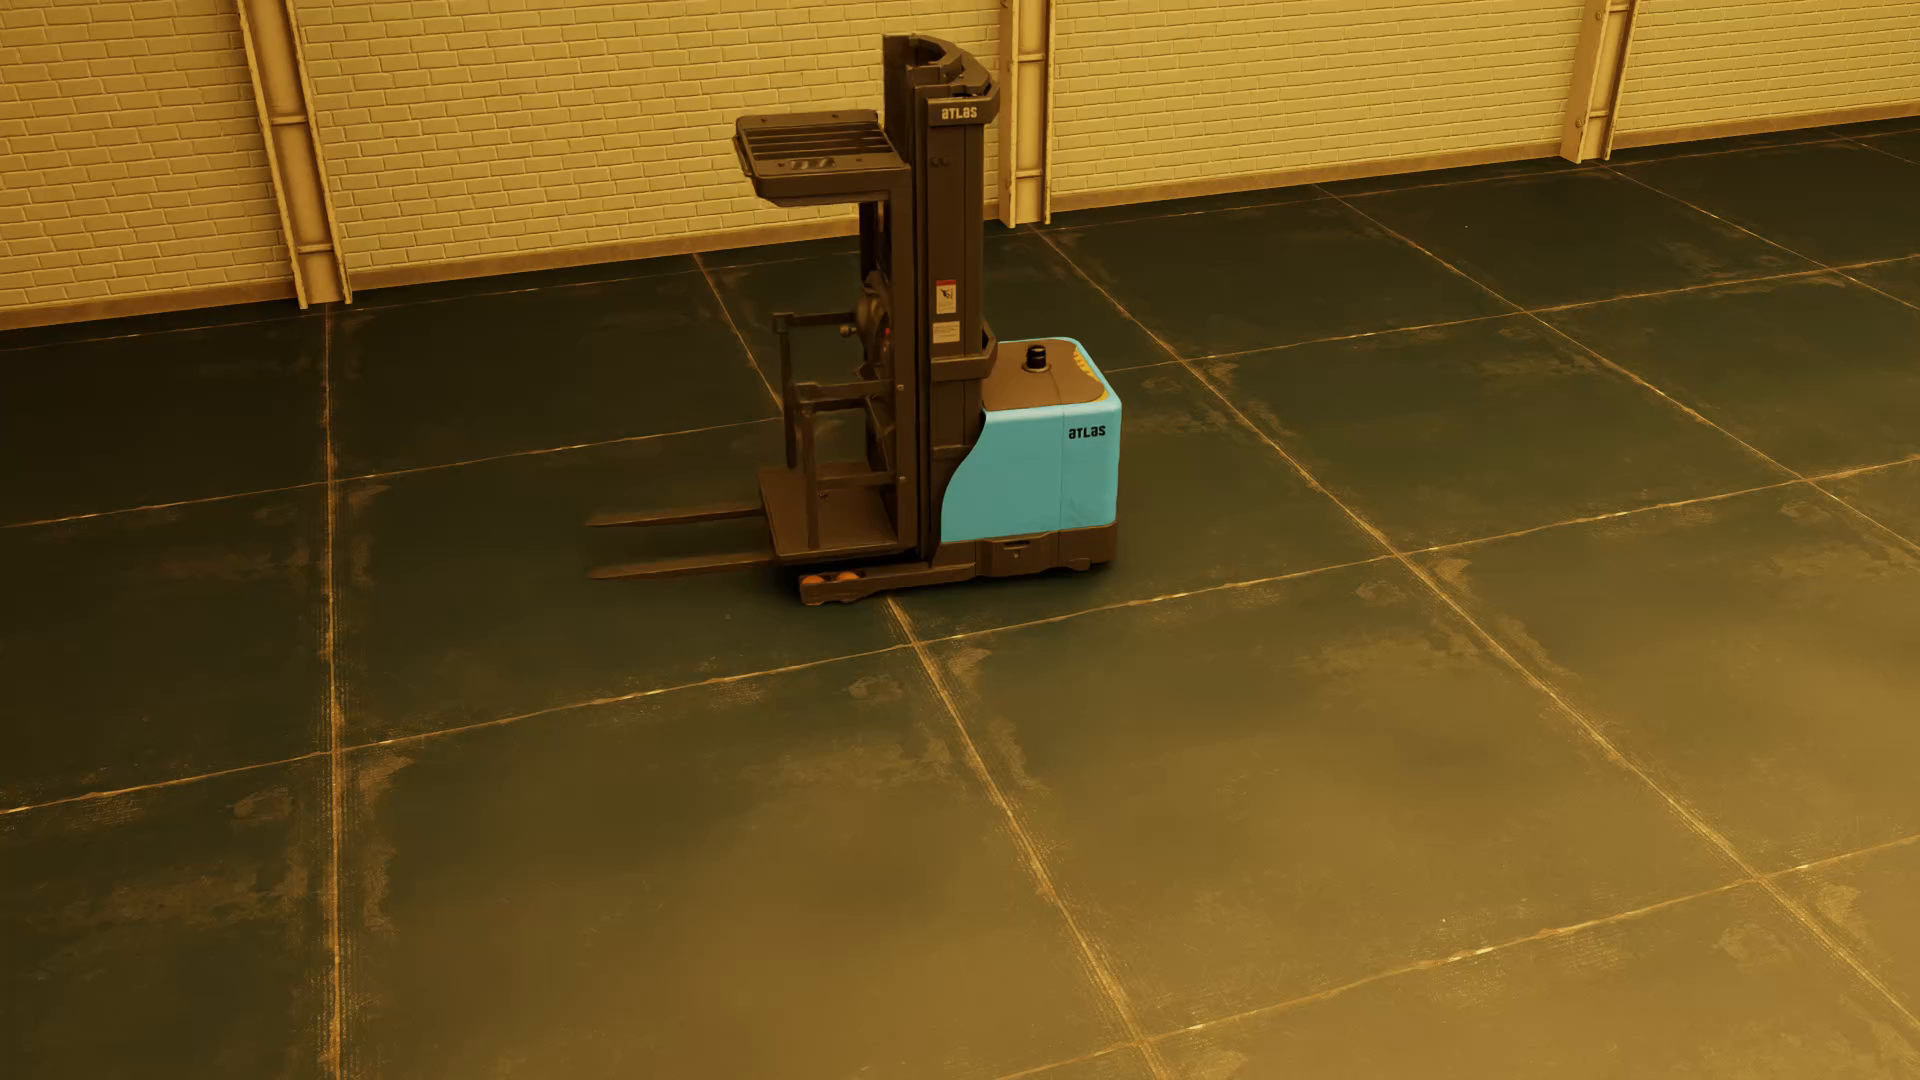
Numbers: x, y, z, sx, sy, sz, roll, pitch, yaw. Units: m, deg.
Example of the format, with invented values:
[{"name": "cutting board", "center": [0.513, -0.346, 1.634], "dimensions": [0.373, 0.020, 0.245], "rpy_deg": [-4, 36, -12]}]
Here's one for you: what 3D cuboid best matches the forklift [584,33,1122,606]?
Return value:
[{"name": "forklift", "center": [-0.657, -1.187, 9.150], "dimensions": [3.031, 2.935, 1.130], "rpy_deg": [-6, 30, -11]}]
